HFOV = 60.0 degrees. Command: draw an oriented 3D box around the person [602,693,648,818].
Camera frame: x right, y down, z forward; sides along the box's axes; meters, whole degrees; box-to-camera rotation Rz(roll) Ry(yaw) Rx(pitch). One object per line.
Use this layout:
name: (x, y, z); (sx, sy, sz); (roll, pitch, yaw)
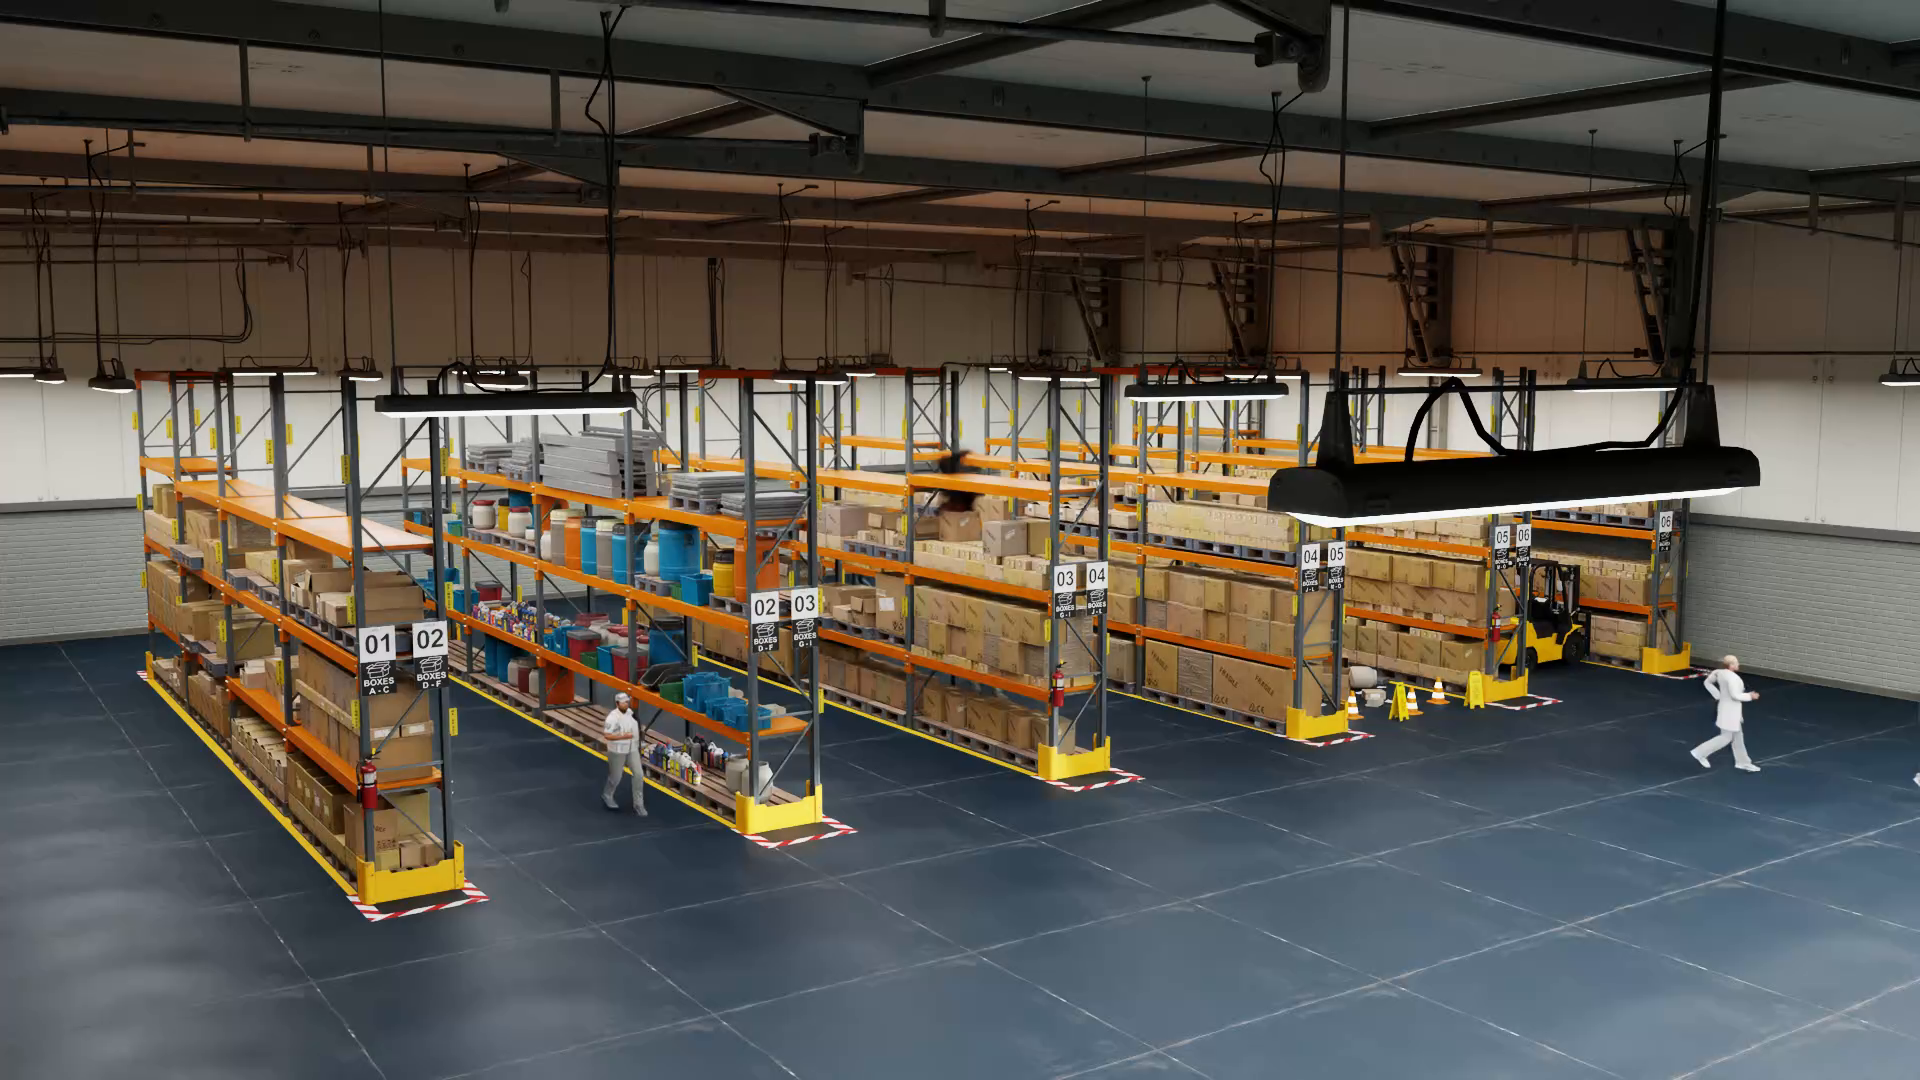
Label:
person: (-4.646, 2.936, 22.841); (0.593, 1.722, 0.816); (-6, 9, -44)

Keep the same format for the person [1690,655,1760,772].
person: (11.547, 2.610, 24.999); (1.049, 1.781, 0.710); (1, 6, 7)

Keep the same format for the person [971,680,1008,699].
person: (0.576, 2.016, 30.595); (0.799, 1.765, 0.726); (6, 9, 44)

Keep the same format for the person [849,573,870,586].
person: (-2.636, 0.701, 42.378); (0.867, 1.712, 0.690); (2, 7, 18)
